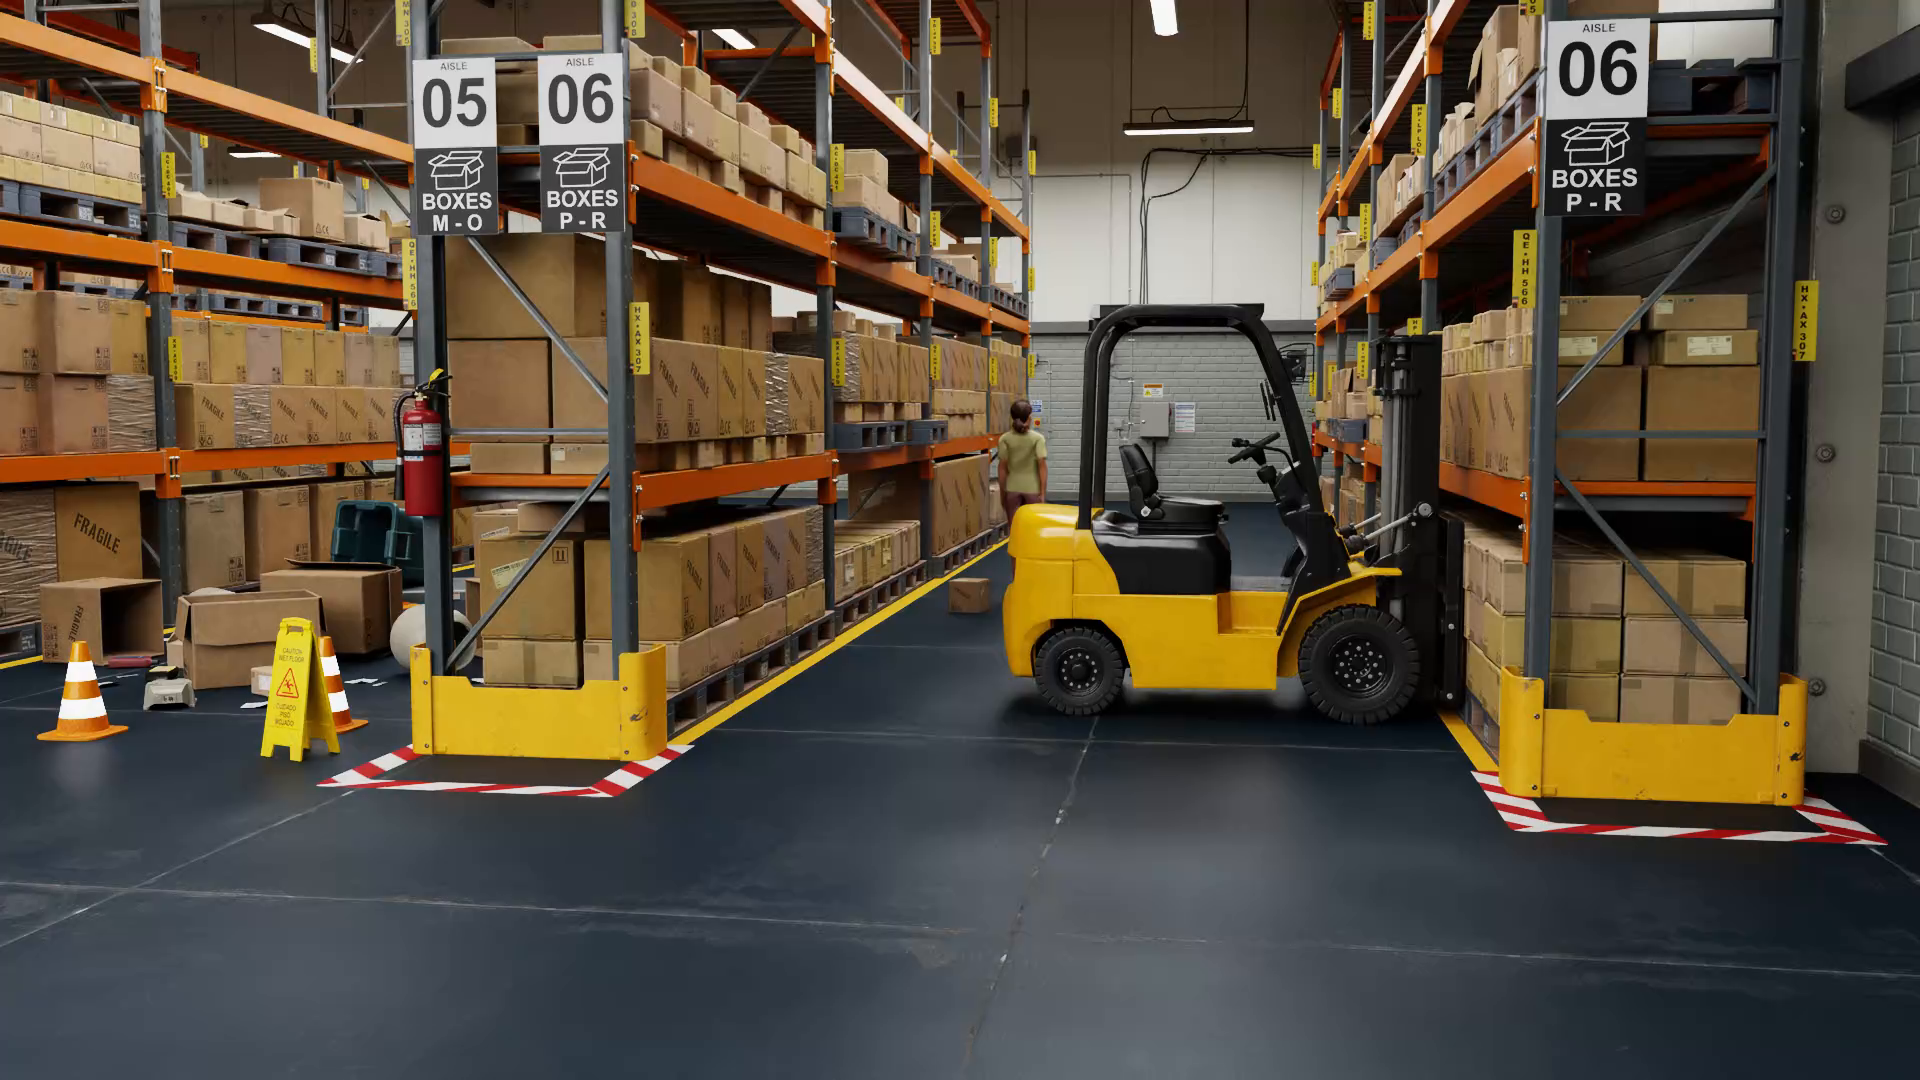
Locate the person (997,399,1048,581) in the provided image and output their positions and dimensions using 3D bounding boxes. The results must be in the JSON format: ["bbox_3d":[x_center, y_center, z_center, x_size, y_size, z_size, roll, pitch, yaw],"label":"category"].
[{"bbox_3d":[0.548,-0.366,14.295,0.444,1.683,0.463,1,5,9],"label":"person"}]
